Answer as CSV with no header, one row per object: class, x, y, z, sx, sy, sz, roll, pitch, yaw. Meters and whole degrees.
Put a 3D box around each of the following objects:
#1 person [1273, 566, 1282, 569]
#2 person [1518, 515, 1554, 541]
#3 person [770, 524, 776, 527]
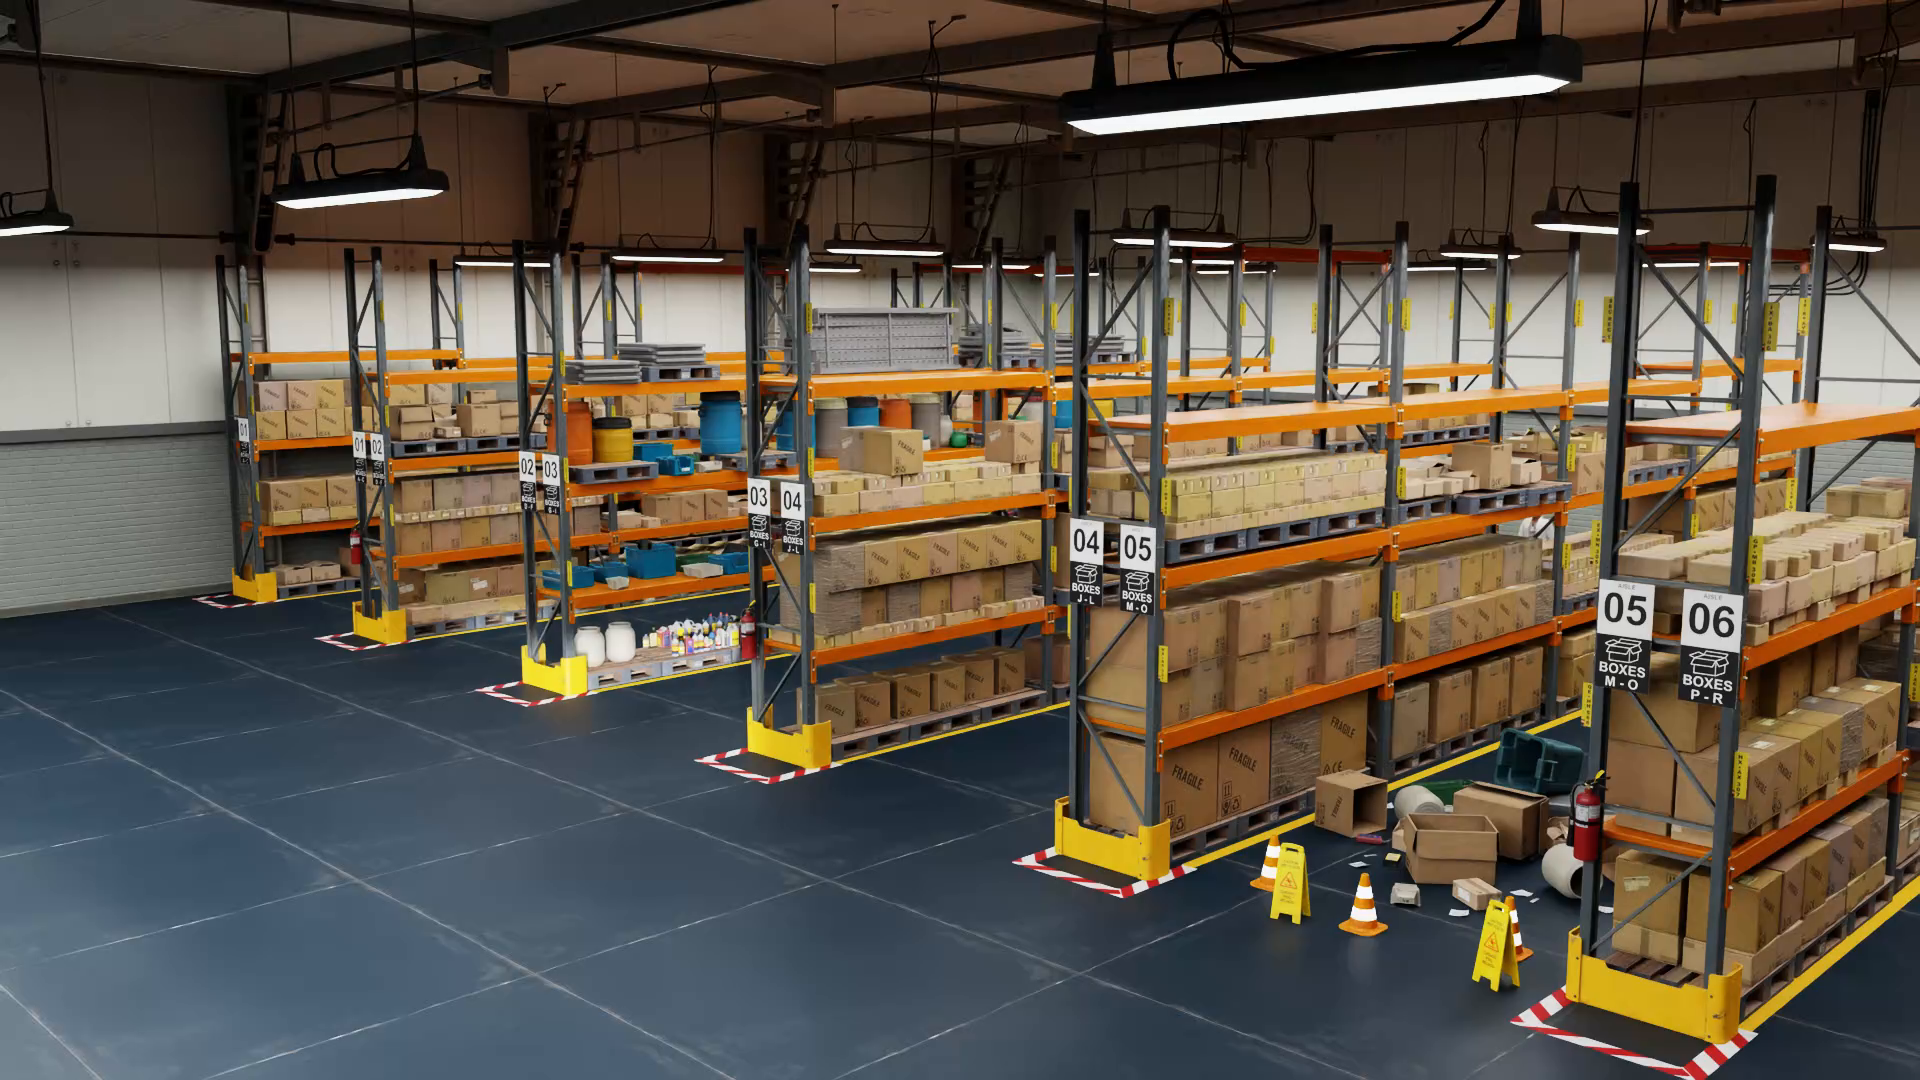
person,4.392,1.130,23.023,0.462,1.595,0.480,8,11,44
person,9.916,0.233,28.725,0.684,1.717,1.170,7,11,40
person,-4.107,-0.620,35.167,0.527,1.595,1.069,5,9,30
